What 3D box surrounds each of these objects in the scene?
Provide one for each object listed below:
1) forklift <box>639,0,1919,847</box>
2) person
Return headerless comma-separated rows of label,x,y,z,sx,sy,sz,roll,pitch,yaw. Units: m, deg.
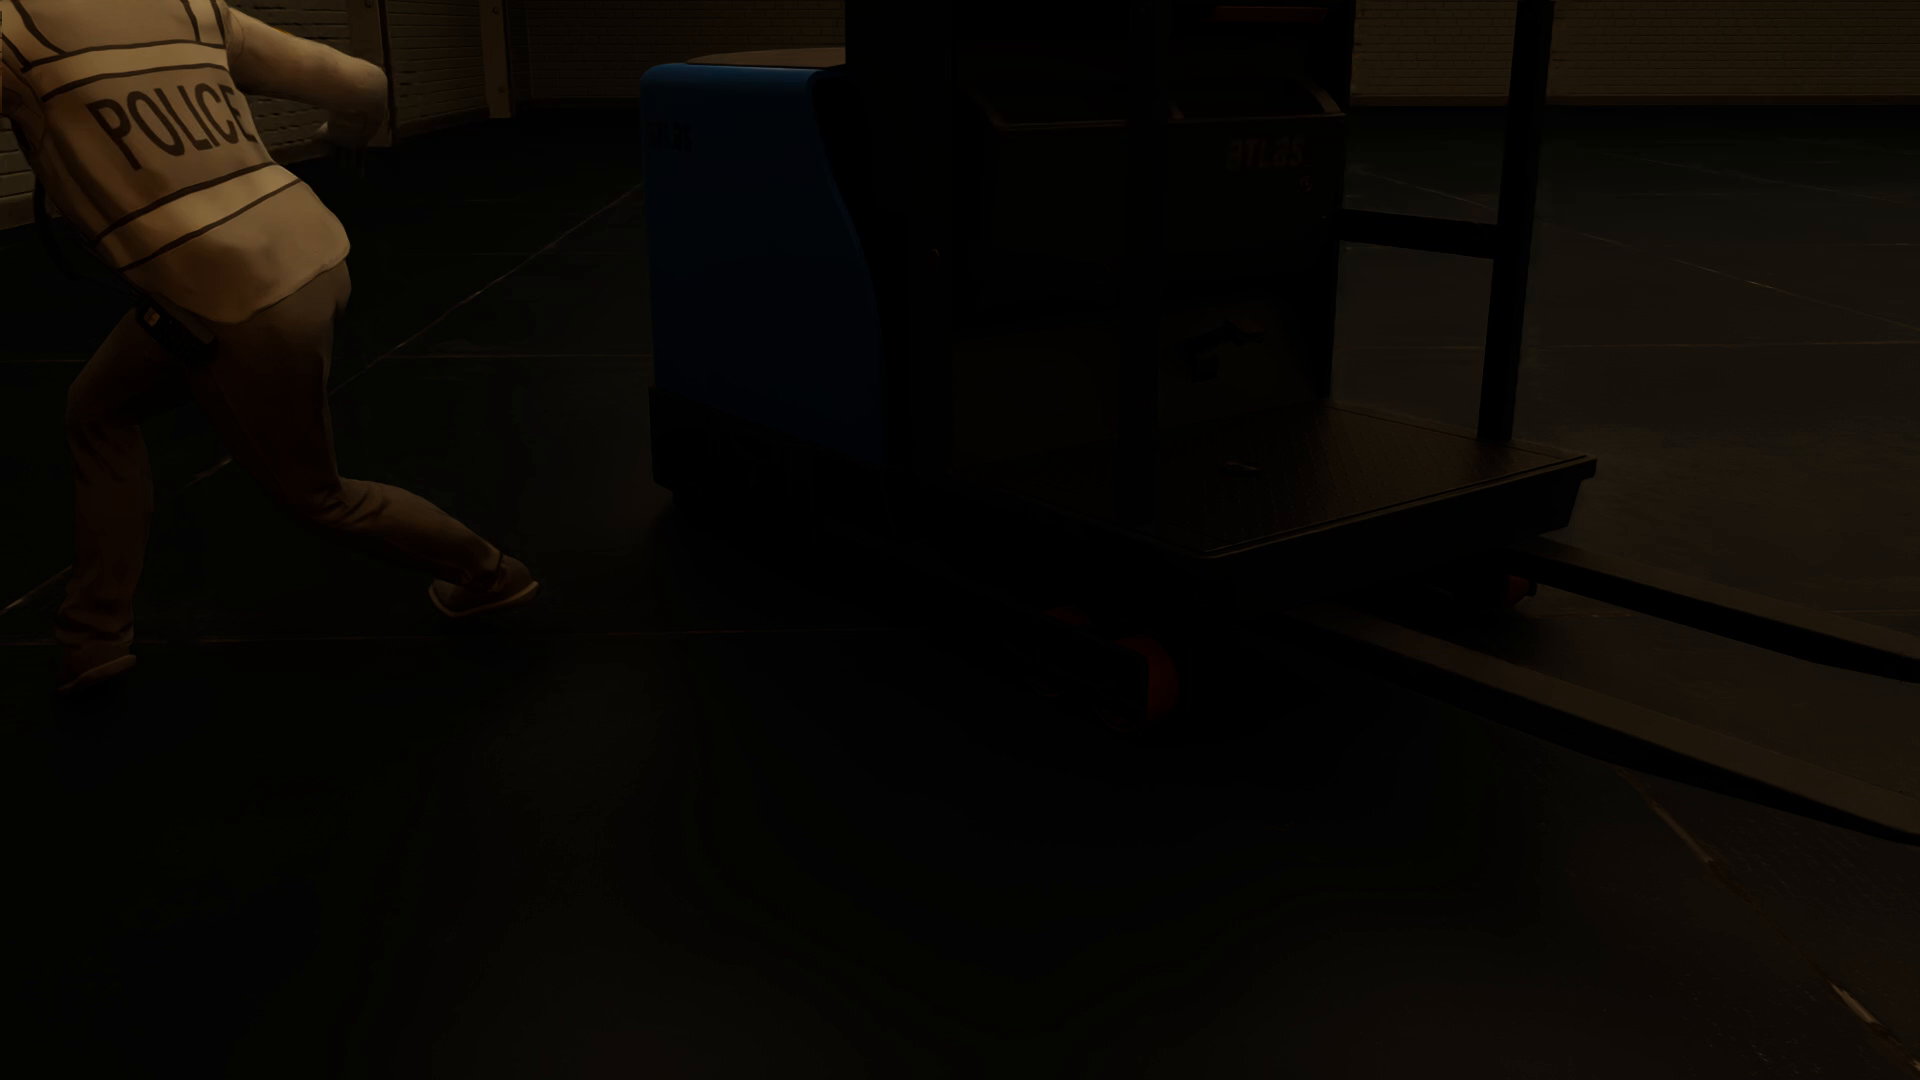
forklift,0.523,-1.235,2.945,1.130,2.935,3.031,-13,21,-35
person,-1.373,-0.439,2.920,0.949,1.458,0.889,5,18,15
